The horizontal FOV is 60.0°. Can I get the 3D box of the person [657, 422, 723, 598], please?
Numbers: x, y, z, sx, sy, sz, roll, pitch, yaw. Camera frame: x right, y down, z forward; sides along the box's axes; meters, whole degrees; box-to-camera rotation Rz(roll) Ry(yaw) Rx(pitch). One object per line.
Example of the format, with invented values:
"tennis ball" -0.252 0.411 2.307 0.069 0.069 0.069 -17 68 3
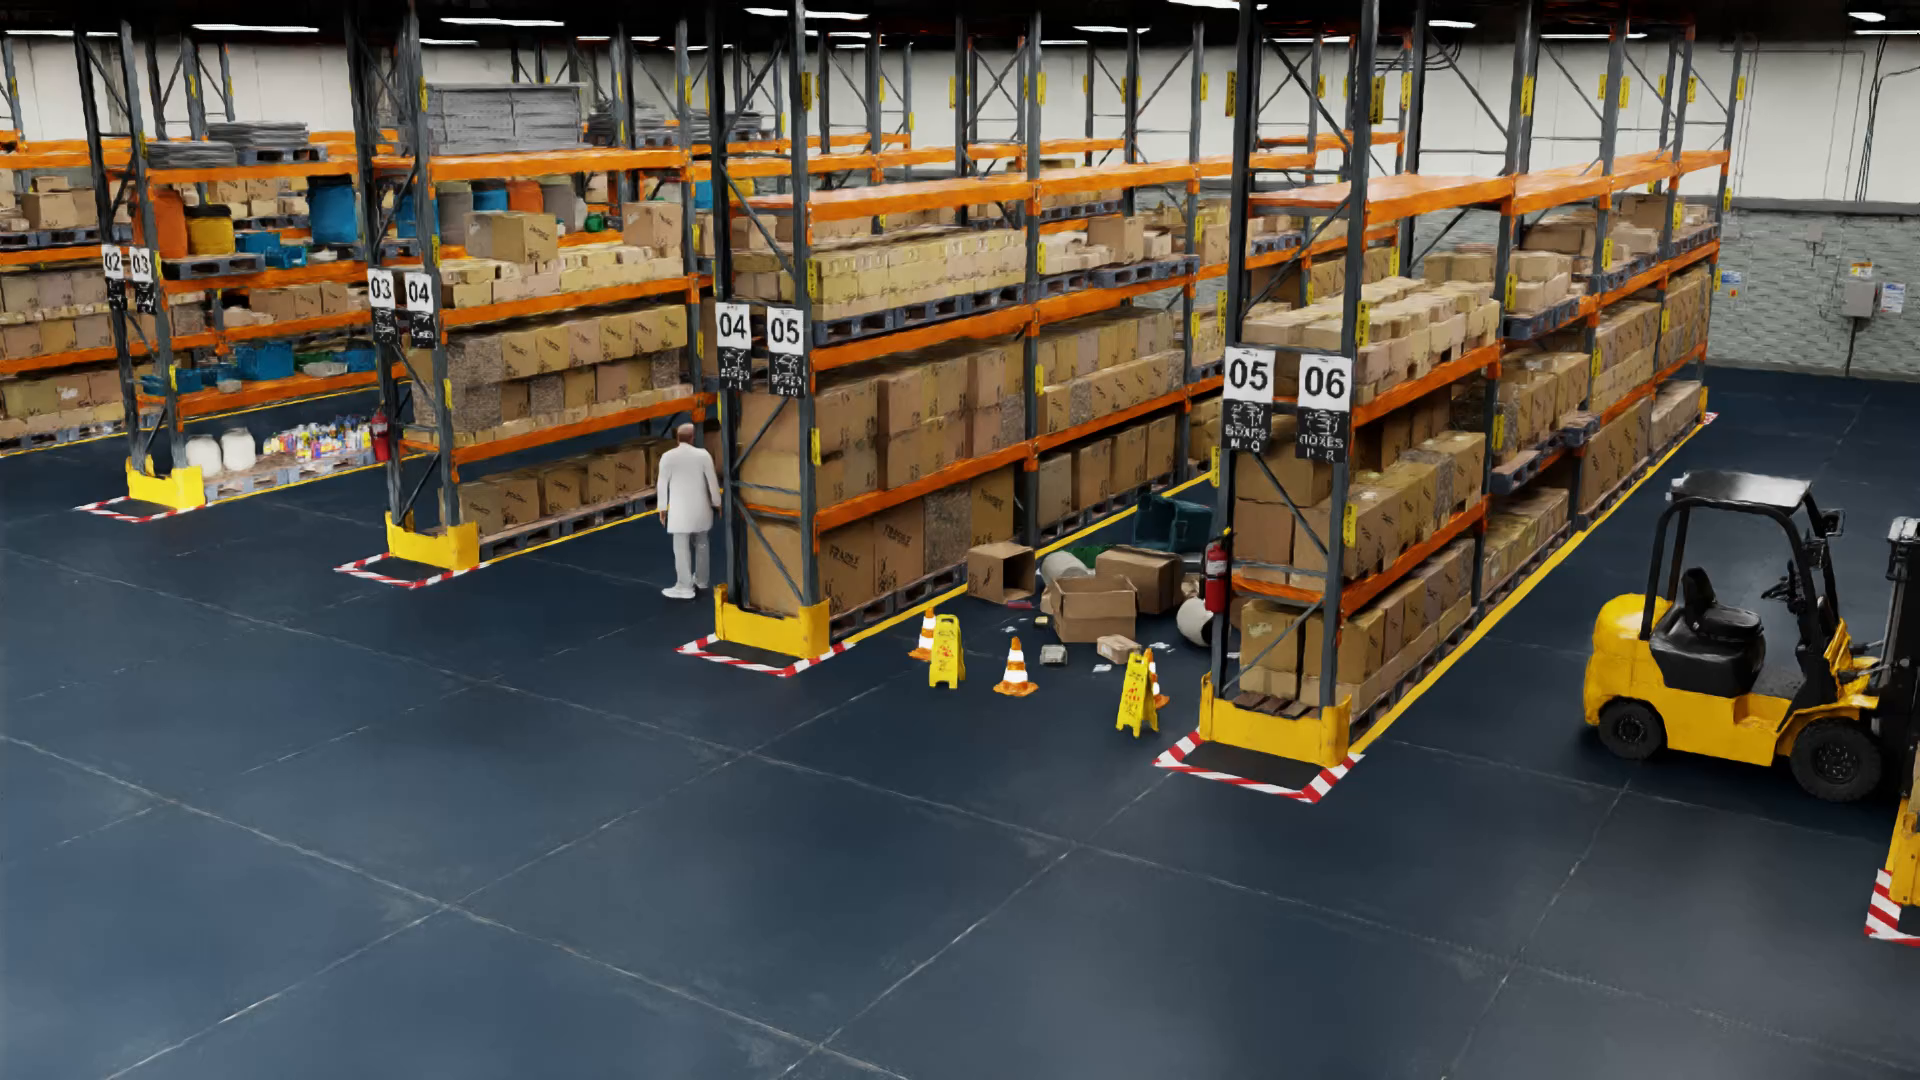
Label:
"person" -2.778 -0.337 17.051 0.677 1.775 0.636 -7 17 -24
